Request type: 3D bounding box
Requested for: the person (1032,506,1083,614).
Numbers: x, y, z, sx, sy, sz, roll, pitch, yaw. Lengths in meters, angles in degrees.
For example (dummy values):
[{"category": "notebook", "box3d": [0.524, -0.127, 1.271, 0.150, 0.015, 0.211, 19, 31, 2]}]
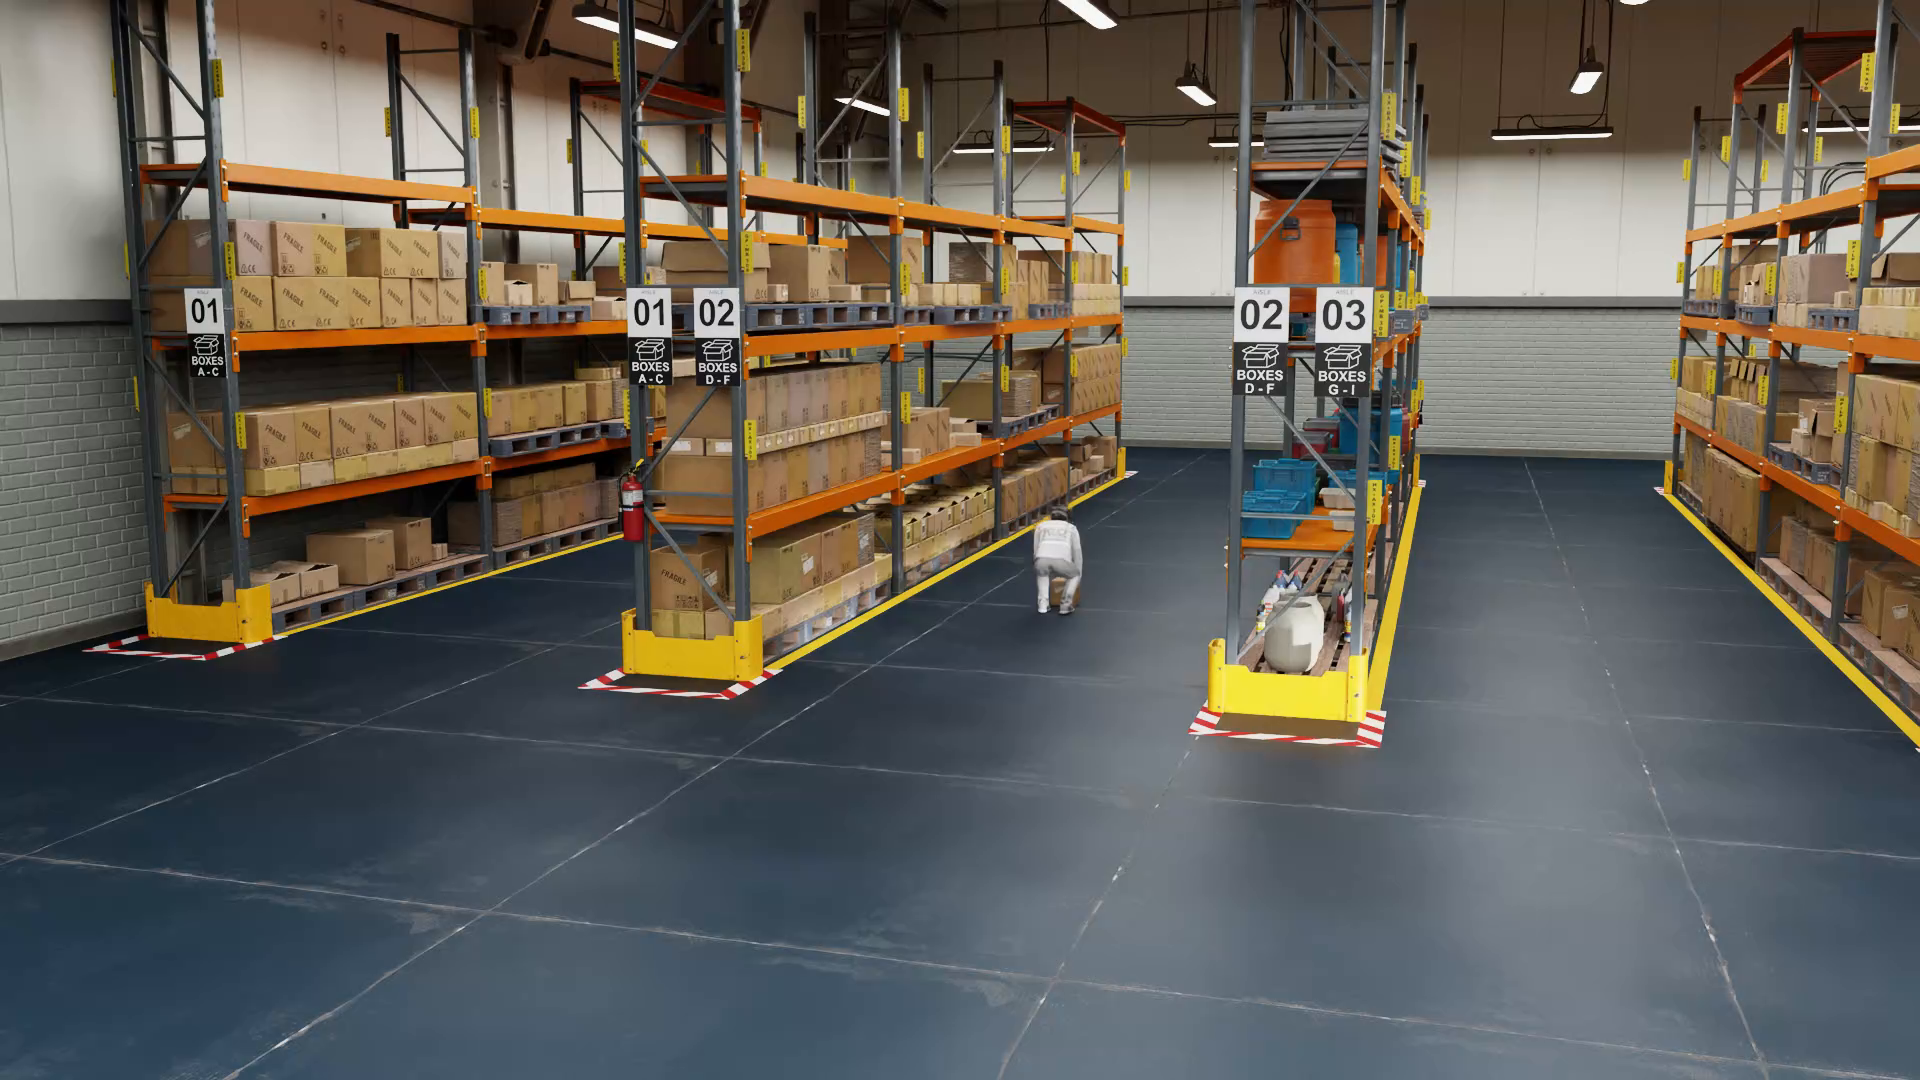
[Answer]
[{"category": "person", "box3d": [0.953, 0.198, 16.691, 0.498, 1.028, 0.837, 2, 9, 16]}]
